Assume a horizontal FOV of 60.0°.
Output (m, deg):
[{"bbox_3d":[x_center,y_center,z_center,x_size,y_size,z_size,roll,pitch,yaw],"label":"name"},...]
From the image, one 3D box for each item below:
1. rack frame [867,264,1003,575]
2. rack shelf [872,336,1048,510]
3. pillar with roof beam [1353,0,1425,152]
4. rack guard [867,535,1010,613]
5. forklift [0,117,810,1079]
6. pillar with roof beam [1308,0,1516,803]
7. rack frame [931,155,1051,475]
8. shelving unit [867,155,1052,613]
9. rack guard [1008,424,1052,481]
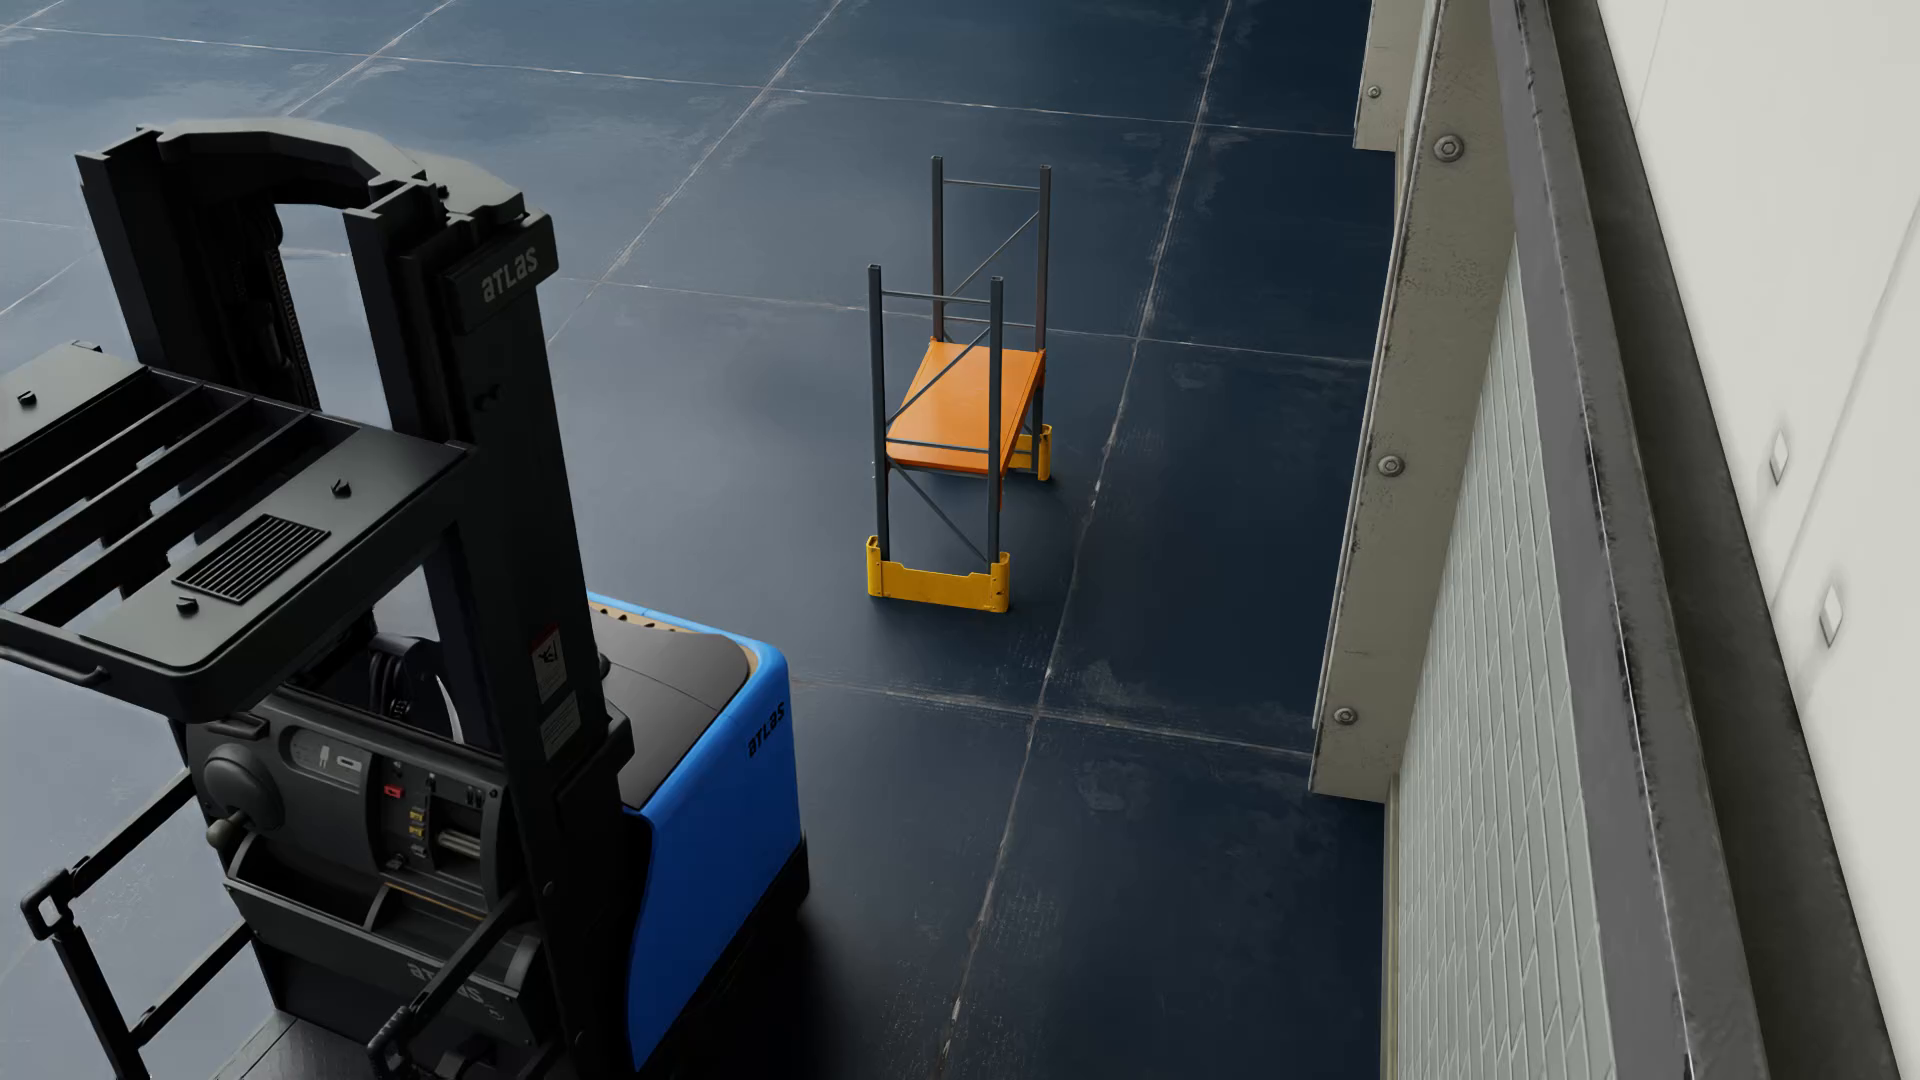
[{"bbox_3d":[-0.090,-0.365,6.475,0.500,1.500,0.032,7,37,10],"label":"rack frame"},{"bbox_3d":[0.018,-0.511,6.983,0.538,0.185,1.000,7,37,10],"label":"rack shelf"},{"bbox_3d":[-1.475,-6.810,8.978,9.100,9.000,0.400,7,37,10],"label":"pillar with roof beam"},{"bbox_3d":[-0.090,0.141,6.843,0.587,0.250,0.087,7,37,10],"label":"rack guard"},{"bbox_3d":[-1.556,0.685,3.808,1.130,2.935,3.031,14,38,19],"label":"forklift"},{"bbox_3d":[-2.757,-3.370,4.232,9.100,9.000,0.400,7,37,10],"label":"pillar with roof beam"},{"bbox_3d":[0.127,-0.948,7.279,0.500,1.500,0.032,7,37,10],"label":"rack frame"},{"bbox_3d":[0.016,-0.651,6.870,0.587,1.500,1.083,7,37,10],"label":"shelving unit"},{"bbox_3d":[0.123,-0.430,7.631,0.587,0.250,0.087,7,37,10],"label":"rack guard"}]
